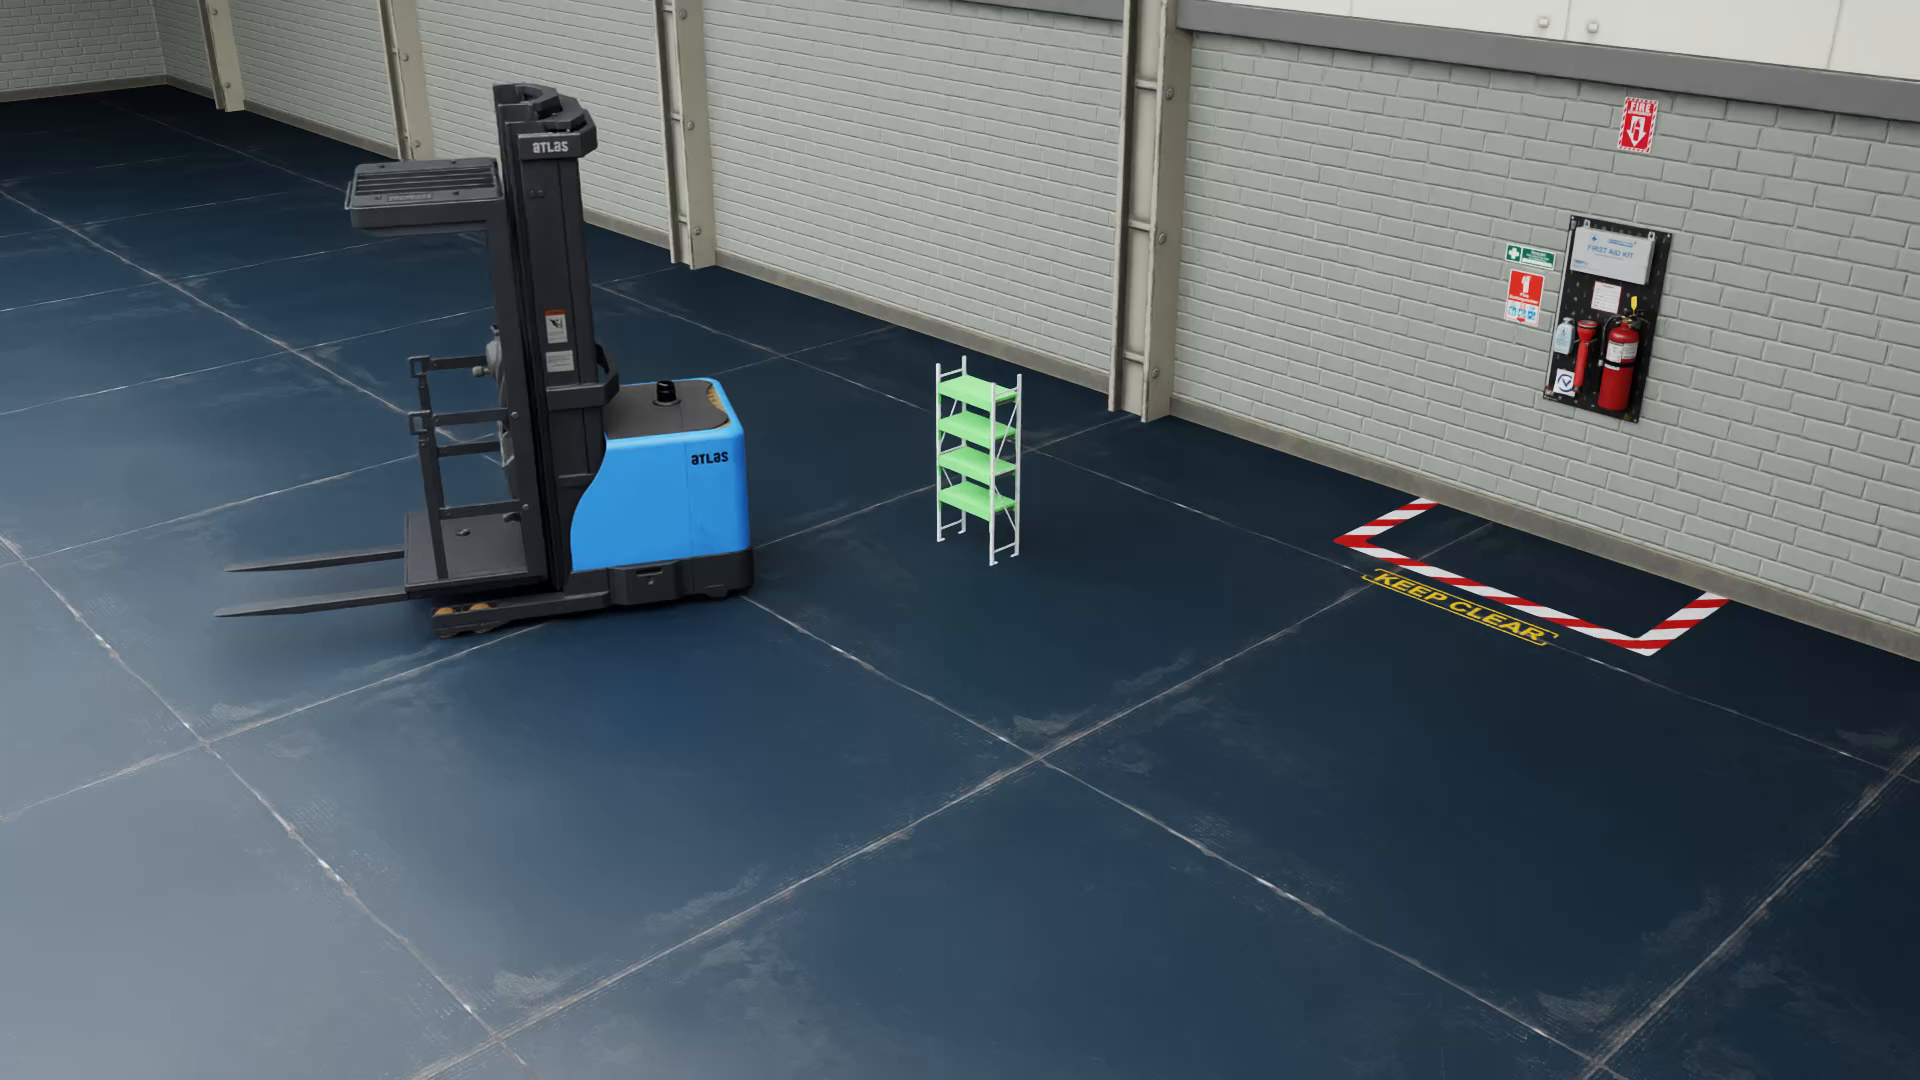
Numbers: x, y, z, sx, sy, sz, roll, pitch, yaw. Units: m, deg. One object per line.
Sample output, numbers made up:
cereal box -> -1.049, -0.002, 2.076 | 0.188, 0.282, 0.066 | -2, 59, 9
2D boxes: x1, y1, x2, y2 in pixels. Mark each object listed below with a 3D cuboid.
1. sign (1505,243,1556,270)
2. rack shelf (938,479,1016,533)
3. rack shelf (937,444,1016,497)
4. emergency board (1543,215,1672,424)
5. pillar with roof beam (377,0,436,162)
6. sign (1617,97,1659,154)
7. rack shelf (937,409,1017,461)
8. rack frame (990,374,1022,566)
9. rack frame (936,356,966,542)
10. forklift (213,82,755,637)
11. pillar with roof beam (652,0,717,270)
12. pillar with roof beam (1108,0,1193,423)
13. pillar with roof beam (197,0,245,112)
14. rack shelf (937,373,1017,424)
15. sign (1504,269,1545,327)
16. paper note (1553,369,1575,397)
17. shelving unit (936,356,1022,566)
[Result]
sign -> 3.532, -1.756, 10.303 | 0.001, 0.109, 0.331 | -21, 32, -38
rack shelf -> 0.113, -0.219, 10.517 | 0.258, 0.148, 0.480 | -21, 32, -38
rack shelf -> 0.113, -0.438, 10.418 | 0.258, 0.148, 0.480 | -21, 32, -38
emergency board -> 3.838, -1.306, 9.998 | 0.194, 1.169, 0.643 | -21, 32, -38
pillar with roof beam -> -9.946, -7.508, 16.365 | 9.100, 9.000, 0.400 | -21, 32, -38
sign -> 3.905, -2.391, 9.584 | 0.001, 0.298, 0.199 | -21, 32, -38
rack shelf -> 0.113, -0.656, 10.318 | 0.258, 0.148, 0.480 | -21, 32, -38
rack frame -> 0.280, -0.422, 10.229 | 0.240, 1.200, 0.015 | -21, 32, -38
rack frame -> -0.054, -0.570, 10.553 | 0.240, 1.200, 0.015 | -21, 32, -38
forklift -> -2.814, -1.020, 9.454 | 3.031, 2.935, 1.130 | -7, 25, -15
pillar with roof beam -> -5.845, -5.690, 12.380 | 9.100, 9.000, 0.400 | -21, 32, -38
pillar with roof beam -> -1.744, -3.872, 8.396 | 9.100, 9.000, 0.400 | -21, 32, -38
pillar with roof beam -> -14.047, -9.326, 20.350 | 9.100, 9.000, 0.400 | -21, 32, -38
rack shelf -> 0.113, -0.874, 10.218 | 0.258, 0.148, 0.480 | -21, 32, -38
sign -> 3.536, -1.519, 10.422 | 0.001, 0.329, 0.234 | -21, 32, -38
paper note -> 3.768, -0.978, 10.341 | 0.016, 0.148, 0.142 | -21, 32, -38
shelving unit -> 0.113, -0.496, 10.391 | 0.258, 1.200, 0.503 | -21, 32, -38
